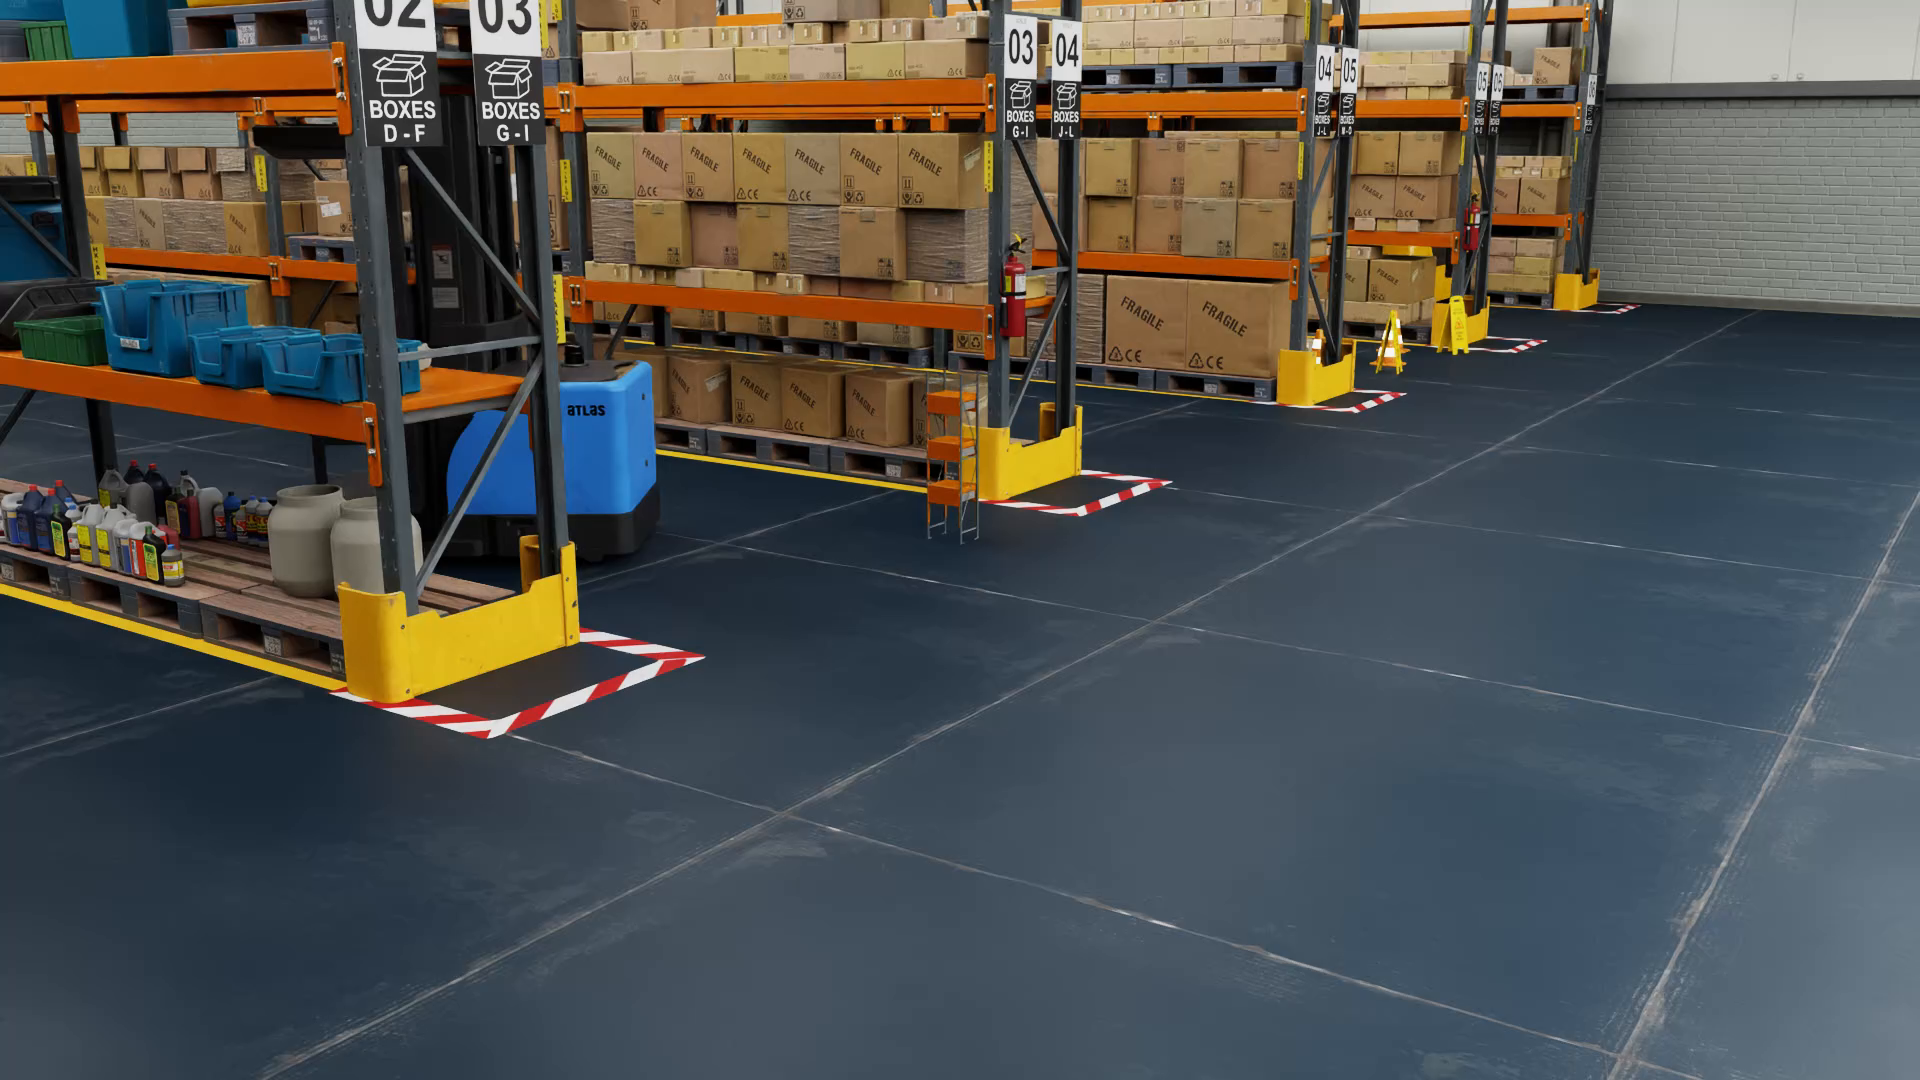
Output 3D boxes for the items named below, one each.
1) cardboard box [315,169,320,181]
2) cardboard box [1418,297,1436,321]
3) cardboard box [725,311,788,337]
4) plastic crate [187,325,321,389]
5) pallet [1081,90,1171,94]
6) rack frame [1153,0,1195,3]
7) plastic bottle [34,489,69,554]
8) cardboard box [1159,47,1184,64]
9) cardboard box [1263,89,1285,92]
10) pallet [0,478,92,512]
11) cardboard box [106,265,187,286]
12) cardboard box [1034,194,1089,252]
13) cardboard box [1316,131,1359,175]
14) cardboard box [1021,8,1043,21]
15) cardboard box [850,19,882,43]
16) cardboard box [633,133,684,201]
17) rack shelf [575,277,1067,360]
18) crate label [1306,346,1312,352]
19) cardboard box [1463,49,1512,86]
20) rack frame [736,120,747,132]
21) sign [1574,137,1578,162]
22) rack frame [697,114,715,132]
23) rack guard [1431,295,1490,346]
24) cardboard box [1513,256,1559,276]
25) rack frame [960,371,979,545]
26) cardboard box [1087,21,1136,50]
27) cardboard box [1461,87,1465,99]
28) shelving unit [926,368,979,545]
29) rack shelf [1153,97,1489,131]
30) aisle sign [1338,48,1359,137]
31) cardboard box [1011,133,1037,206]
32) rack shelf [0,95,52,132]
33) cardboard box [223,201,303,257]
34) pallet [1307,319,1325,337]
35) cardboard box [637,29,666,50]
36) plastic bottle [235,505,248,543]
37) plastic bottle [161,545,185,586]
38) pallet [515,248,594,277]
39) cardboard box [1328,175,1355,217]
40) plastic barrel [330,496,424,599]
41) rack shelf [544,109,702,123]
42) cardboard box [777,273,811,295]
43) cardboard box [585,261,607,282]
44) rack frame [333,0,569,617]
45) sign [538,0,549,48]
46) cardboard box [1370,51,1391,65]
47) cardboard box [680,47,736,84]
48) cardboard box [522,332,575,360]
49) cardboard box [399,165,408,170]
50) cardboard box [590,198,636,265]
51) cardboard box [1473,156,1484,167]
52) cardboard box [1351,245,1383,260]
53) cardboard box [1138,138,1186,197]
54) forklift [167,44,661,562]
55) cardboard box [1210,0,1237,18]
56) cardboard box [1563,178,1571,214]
[{"bbox_3d":[-8.833,-4.913,23.099,0.500,0.500,0.500,9,17,34],"label":"cardboard box"},{"bbox_3d":[5.531,-2.857,20.471,0.500,0.250,0.500,9,17,32],"label":"cardboard box"},{"bbox_3d":[-2.088,-2.793,19.170,0.750,0.750,1.050,9,17,34],"label":"cardboard box"},{"bbox_3d":[-3.367,-0.885,7.964,0.408,0.251,0.499,9,17,33],"label":"plastic crate"},{"bbox_3d":[2.275,-5.830,21.780,1.003,0.211,1.213,9,17,33],"label":"pallet"},{"bbox_3d":[2.727,-7.273,20.977,0.127,3.000,1.000,9,17,33],"label":"rack frame"},{"bbox_3d":[-4.973,-0.109,9.118,0.185,0.351,0.144,8,16,30],"label":"plastic bottle"},{"bbox_3d":[2.058,-4.524,15.555,0.250,0.149,0.380,9,16,32],"label":"cardboard box"},{"bbox_3d":[3.870,-5.414,20.232,0.250,0.149,0.380,9,16,32],"label":"cardboard box"},{"bbox_3d":[-6.241,-0.142,10.456,1.213,0.211,1.003,9,17,33],"label":"pallet"},{"bbox_3d":[-8.157,-2.429,17.441,0.875,0.875,1.225,9,16,31],"label":"cardboard box"},{"bbox_3d":[1.213,-3.221,16.781,0.550,0.550,0.875,9,17,33],"label":"cardboard box"},{"bbox_3d":[4.604,-4.645,19.938,0.500,0.500,0.700,9,16,32],"label":"cardboard box"},{"bbox_3d":[0.794,-5.115,16.285,0.250,0.149,0.380,9,16,32],"label":"cardboard box"},{"bbox_3d":[-0.549,-3.503,11.470,0.250,0.149,0.380,9,17,33],"label":"cardboard box"},{"bbox_3d":[-2.156,-2.886,12.830,0.500,0.500,0.500,9,17,33],"label":"cardboard box"},{"bbox_3d":[-1.144,-1.768,12.719,4.000,0.370,1.077,9,17,33],"label":"rack shelf"},{"bbox_3d":[3.945,-2.062,18.367,0.298,0.136,0.250,1,14,4],"label":"crate label"},{"bbox_3d":[7.516,-6.740,23.775,0.500,0.500,0.700,9,17,33],"label":"cardboard box"},{"bbox_3d":[-4.463,-6.961,32.199,0.127,3.000,1.000,9,17,33],"label":"rack frame"},{"bbox_3d":[8.499,-5.386,22.934,0.005,0.325,0.100,9,17,33],"label":"sign"},{"bbox_3d":[-3.270,-3.897,19.823,0.127,3.000,1.000,9,17,33],"label":"rack frame"},{"bbox_3d":[5.983,-2.621,19.872,0.348,0.500,1.175,9,17,33],"label":"rack guard"},{"bbox_3d":[8.235,-3.930,23.763,0.500,0.250,0.500,9,16,32],"label":"cardboard box"},{"bbox_3d":[0.057,-0.500,10.160,0.008,1.050,0.200,9,17,33],"label":"rack frame"},{"bbox_3d":[1.557,-4.816,15.906,0.500,0.250,0.500,9,17,33],"label":"cardboard box"},{"bbox_3d":[5.952,-5.268,19.642,0.250,0.149,0.380,9,17,33],"label":"cardboard box"},{"bbox_3d":[-0.044,-0.517,10.226,0.252,1.050,0.215,9,17,33],"label":"shelving unit"},{"bbox_3d":[4.387,-5.200,20.340,4.000,0.370,1.077,9,17,33],"label":"rack shelf"},{"bbox_3d":[3.594,-4.136,15.380,0.004,0.787,0.394,9,17,33],"label":"aisle sign"},{"bbox_3d":[0.211,-2.655,11.898,0.500,0.500,0.500,9,17,33],"label":"cardboard box"},{"bbox_3d":[-7.227,-2.773,10.536,4.000,0.370,1.077,9,17,33],"label":"rack shelf"},{"bbox_3d":[-6.670,-2.987,15.939,0.500,0.500,0.500,10,17,35],"label":"cardboard box"},{"bbox_3d":[4.321,-2.761,21.037,1.213,0.211,1.003,9,17,33],"label":"pallet"},{"bbox_3d":[-2.233,-3.794,12.647,0.250,0.149,0.380,9,17,33],"label":"cardboard box"},{"bbox_3d":[-4.029,-0.094,9.370,0.097,0.201,0.097,0,14,0],"label":"plastic bottle"},{"bbox_3d":[-4.017,0.125,8.485,0.097,0.201,0.097,0,14,0],"label":"plastic bottle"},{"bbox_3d":[-3.356,-2.423,14.270,1.213,0.211,1.003,9,17,33],"label":"pallet"},{"bbox_3d":[4.616,-4.171,20.104,0.500,0.500,0.500,9,17,33],"label":"cardboard box"},{"bbox_3d":[-2.837,0.070,8.103,0.421,0.512,0.421,0,14,0],"label":"plastic barrel"},{"bbox_3d":[-4.930,-5.272,20.633,4.000,0.370,1.077,9,17,33],"label":"rack shelf"},{"bbox_3d":[-1.139,-1.904,12.295,0.250,0.149,0.380,9,17,33],"label":"cardboard box"},{"bbox_3d":[-2.793,-2.174,13.387,0.250,0.149,0.380,9,17,33],"label":"cardboard box"},{"bbox_3d":[-2.249,-0.861,7.559,0.127,3.000,1.000,9,17,33],"label":"rack frame"},{"bbox_3d":[-1.938,-2.431,7.639,0.005,0.325,0.100,9,17,33],"label":"sign"},{"bbox_3d":[5.005,-5.649,19.523,0.250,0.149,0.380,9,17,33],"label":"cardboard box"},{"bbox_3d":[-1.725,-3.518,12.363,0.500,0.250,0.500,8,16,31],"label":"cardboard box"},{"bbox_3d":[-3.686,-1.540,14.587,0.500,0.500,0.700,9,17,32],"label":"cardboard box"},{"bbox_3d":[-7.131,-5.121,21.859,0.500,0.500,0.500,9,16,31],"label":"cardboard box"},{"bbox_3d":[-2.465,-2.505,13.374,0.500,0.500,0.875,9,17,33],"label":"cardboard box"},{"bbox_3d":[7.501,-5.446,23.905,0.250,0.149,0.380,10,17,34],"label":"cardboard box"},{"bbox_3d":[4.894,-3.464,20.012,0.250,0.149,0.380,10,17,34],"label":"cardboard box"},{"bbox_3d":[2.185,-3.636,16.210,0.550,0.550,0.875,9,17,33],"label":"cardboard box"},{"bbox_3d":[-3.419,-1.389,9.836,3.031,2.935,1.130,0,14,-1],"label":"forklift"},{"bbox_3d":[2.480,-4.843,15.185,0.250,0.149,0.380,10,17,34],"label":"cardboard box"},{"bbox_3d":[8.558,-4.985,24.011,0.500,0.500,0.500,10,17,35],"label":"cardboard box"}]
